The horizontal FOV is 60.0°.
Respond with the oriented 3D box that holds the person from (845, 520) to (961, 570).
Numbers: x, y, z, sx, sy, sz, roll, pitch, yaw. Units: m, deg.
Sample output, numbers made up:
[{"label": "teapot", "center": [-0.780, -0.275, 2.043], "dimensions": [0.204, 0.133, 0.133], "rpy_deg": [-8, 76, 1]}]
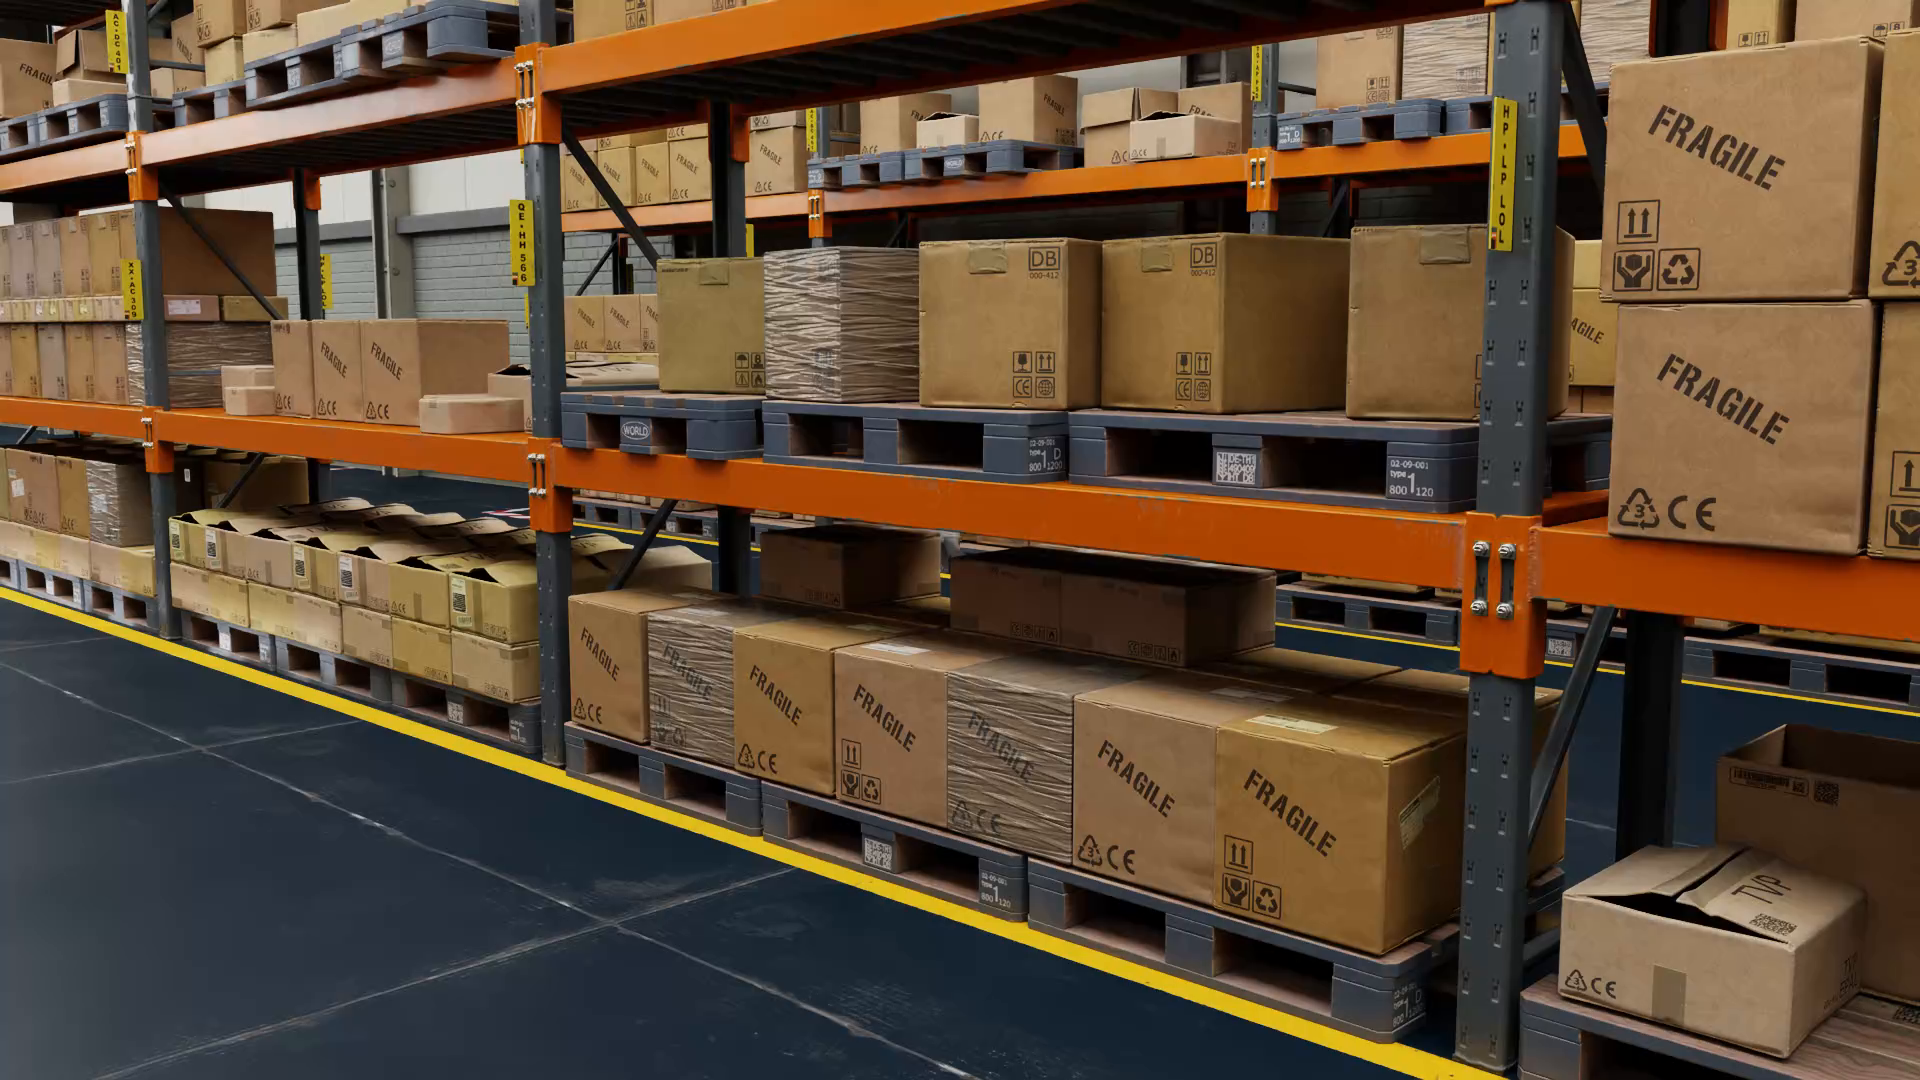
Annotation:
[{"label": "person", "center": [-0.331, 0.024, 8.476], "dimensions": [0.668, 1.333, 0.491], "rpy_deg": [7, 10, 43]}]
